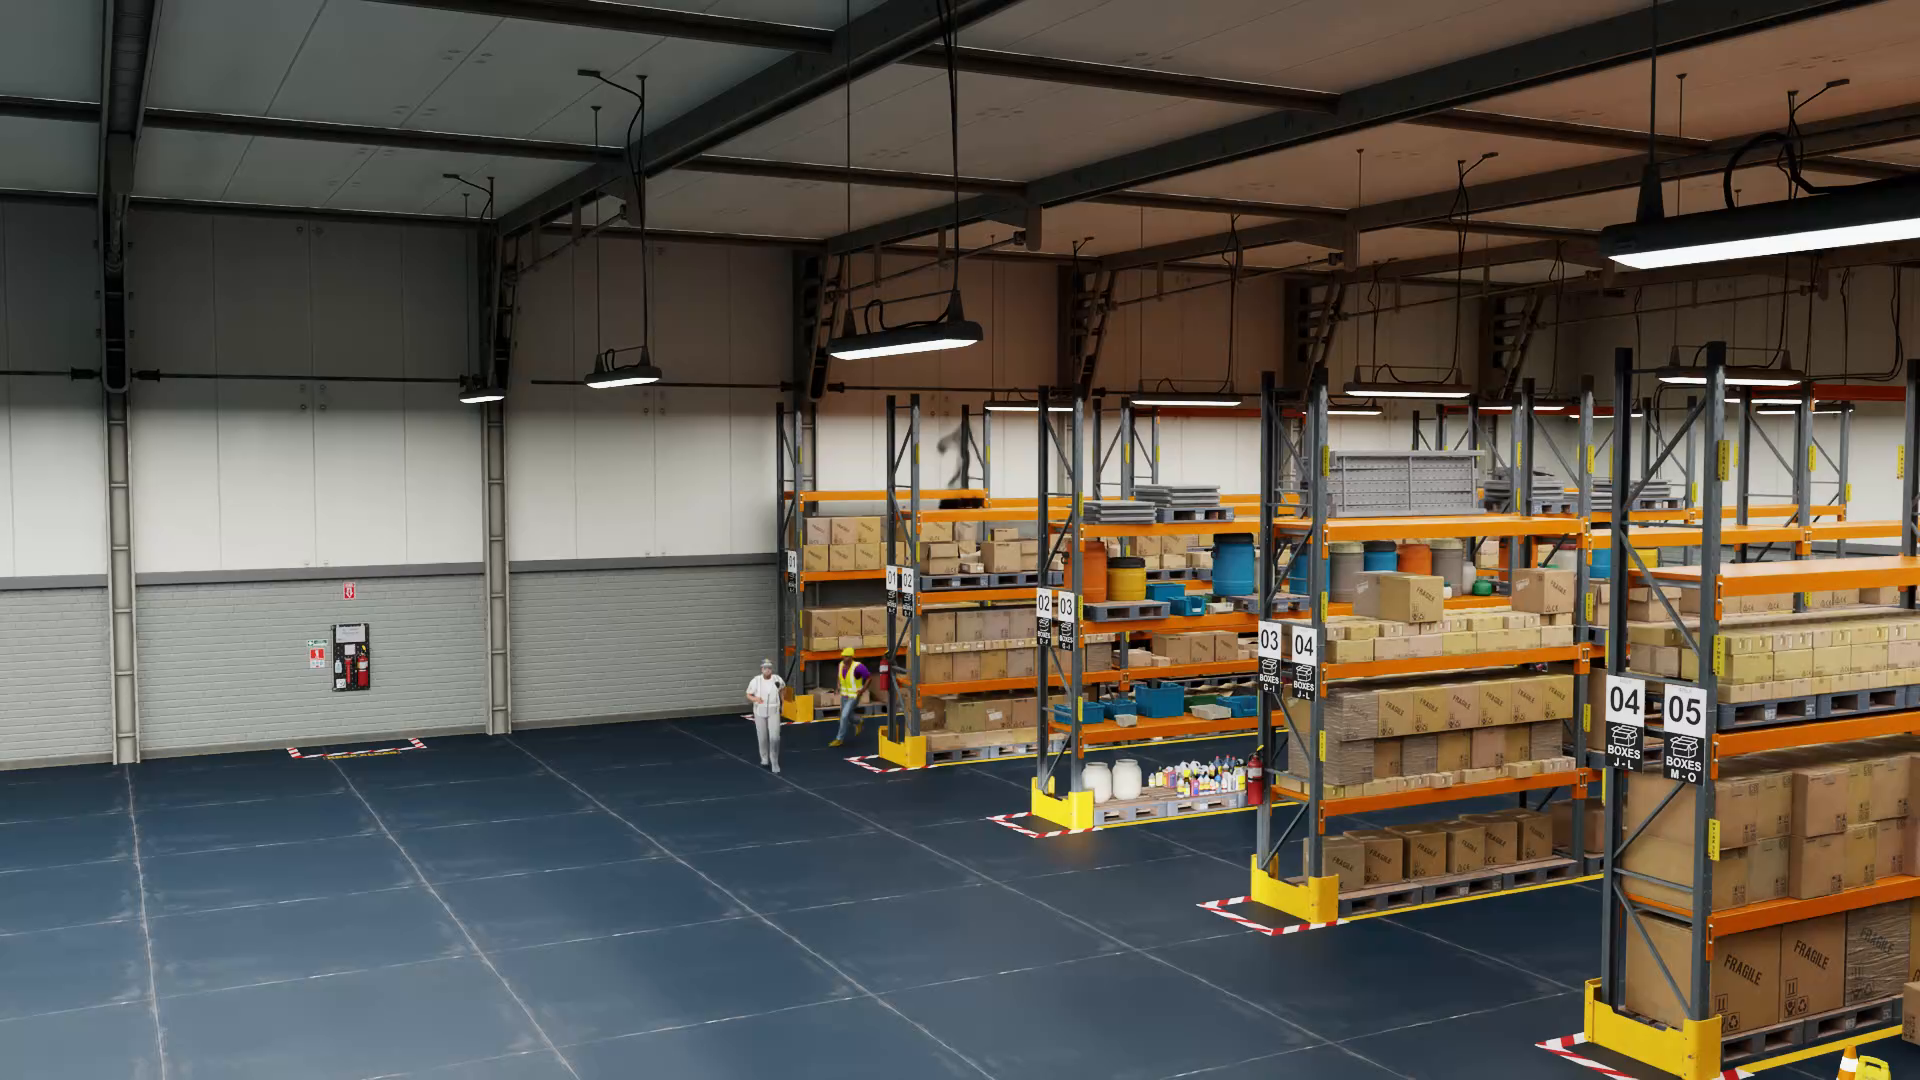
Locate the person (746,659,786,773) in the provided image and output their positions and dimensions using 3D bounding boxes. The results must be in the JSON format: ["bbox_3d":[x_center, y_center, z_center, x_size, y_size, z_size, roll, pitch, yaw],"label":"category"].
[{"bbox_3d":[-3.083,2.805,26.492,0.640,1.845,0.783,0,3,-7],"label":"person"}]

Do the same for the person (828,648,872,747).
[{"bbox_3d":[-1.825,2.693,28.780,0.725,1.715,0.882,2,4,31],"label":"person"}]
